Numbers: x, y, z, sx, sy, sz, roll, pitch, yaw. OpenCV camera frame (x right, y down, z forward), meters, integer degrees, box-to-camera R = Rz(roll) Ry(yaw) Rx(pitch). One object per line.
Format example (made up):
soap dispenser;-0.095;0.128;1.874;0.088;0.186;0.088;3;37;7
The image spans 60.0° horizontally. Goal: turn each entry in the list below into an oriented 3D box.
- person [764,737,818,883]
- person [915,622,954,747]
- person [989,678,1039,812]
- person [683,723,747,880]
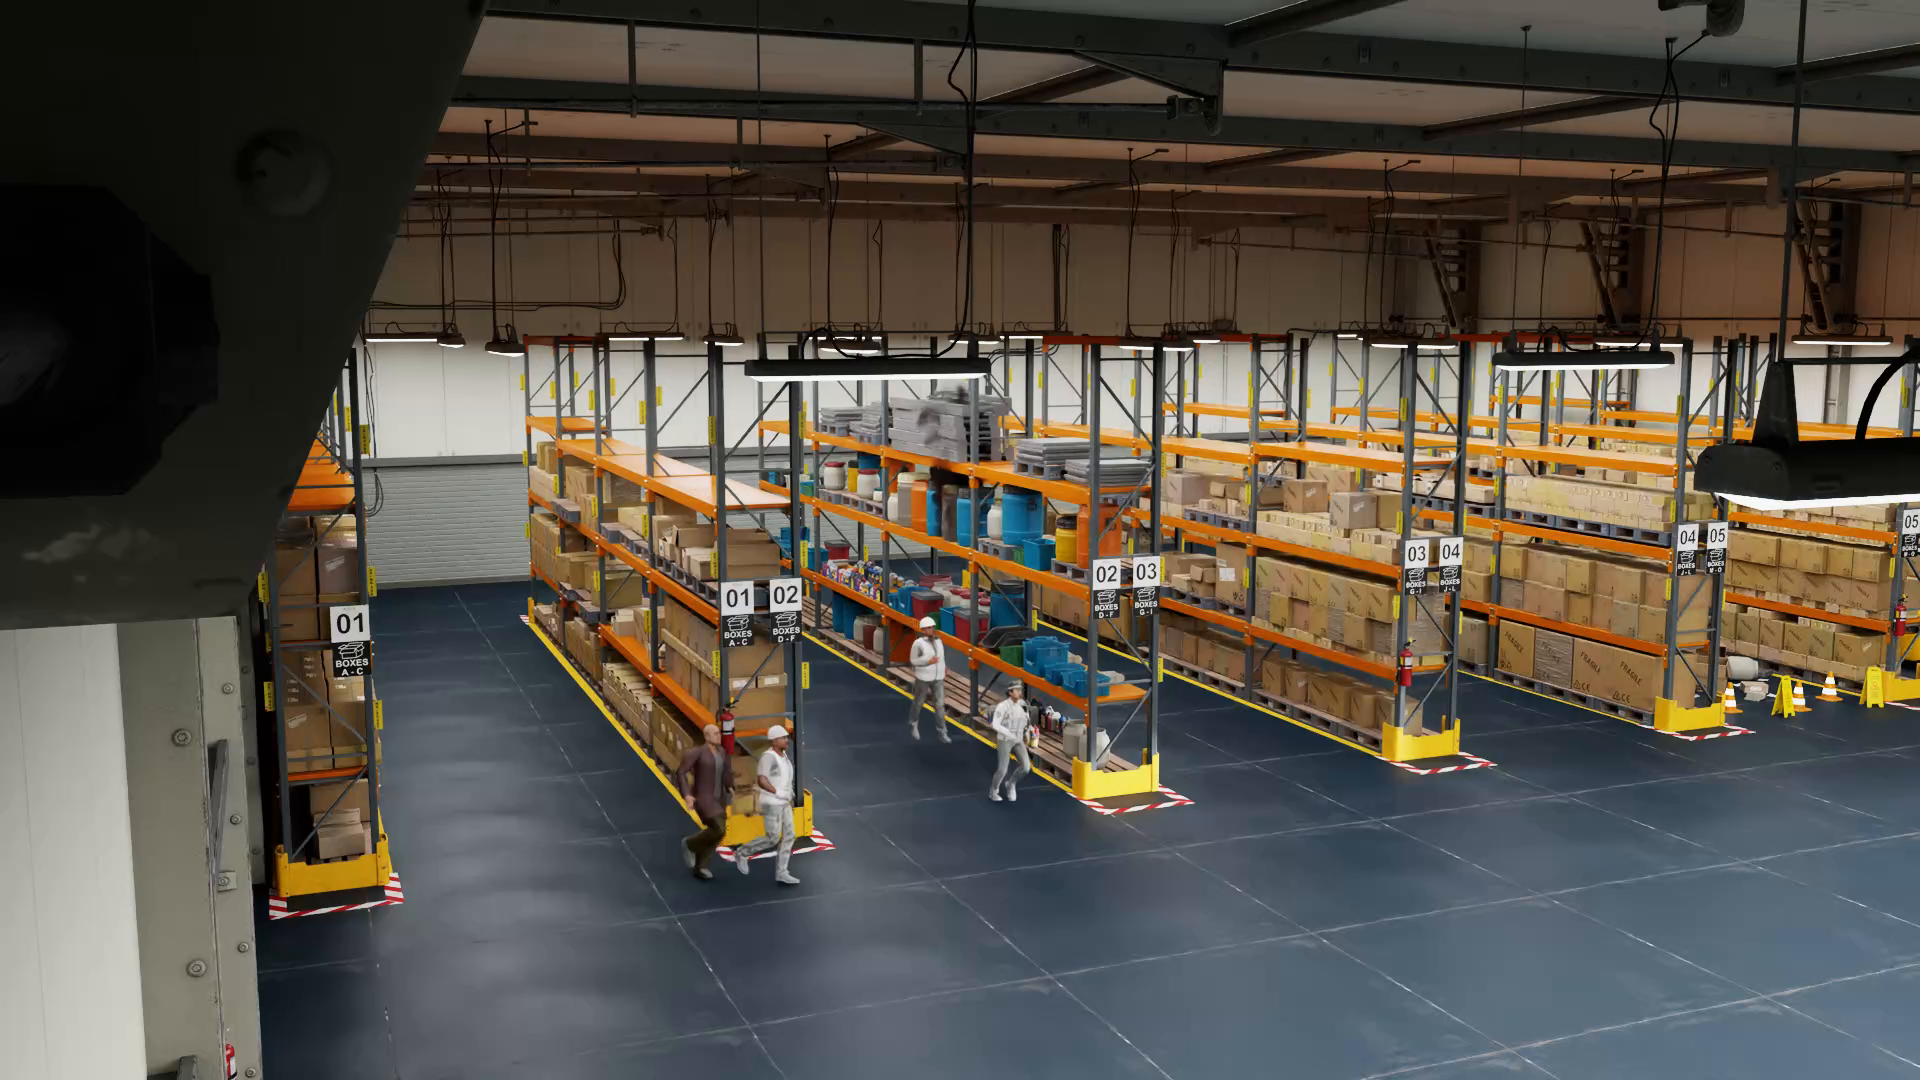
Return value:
person;-1.909;2.996;18.852;0.563;1.692;0.704;1;8;9
person;-0.319;2.046;23.639;0.669;1.758;0.729;-5;9;-33
person;0.794;2.645;21.668;0.668;1.740;0.712;-6;9;-36
person;-2.698;2.951;18.951;0.688;1.712;0.694;4;9;29
